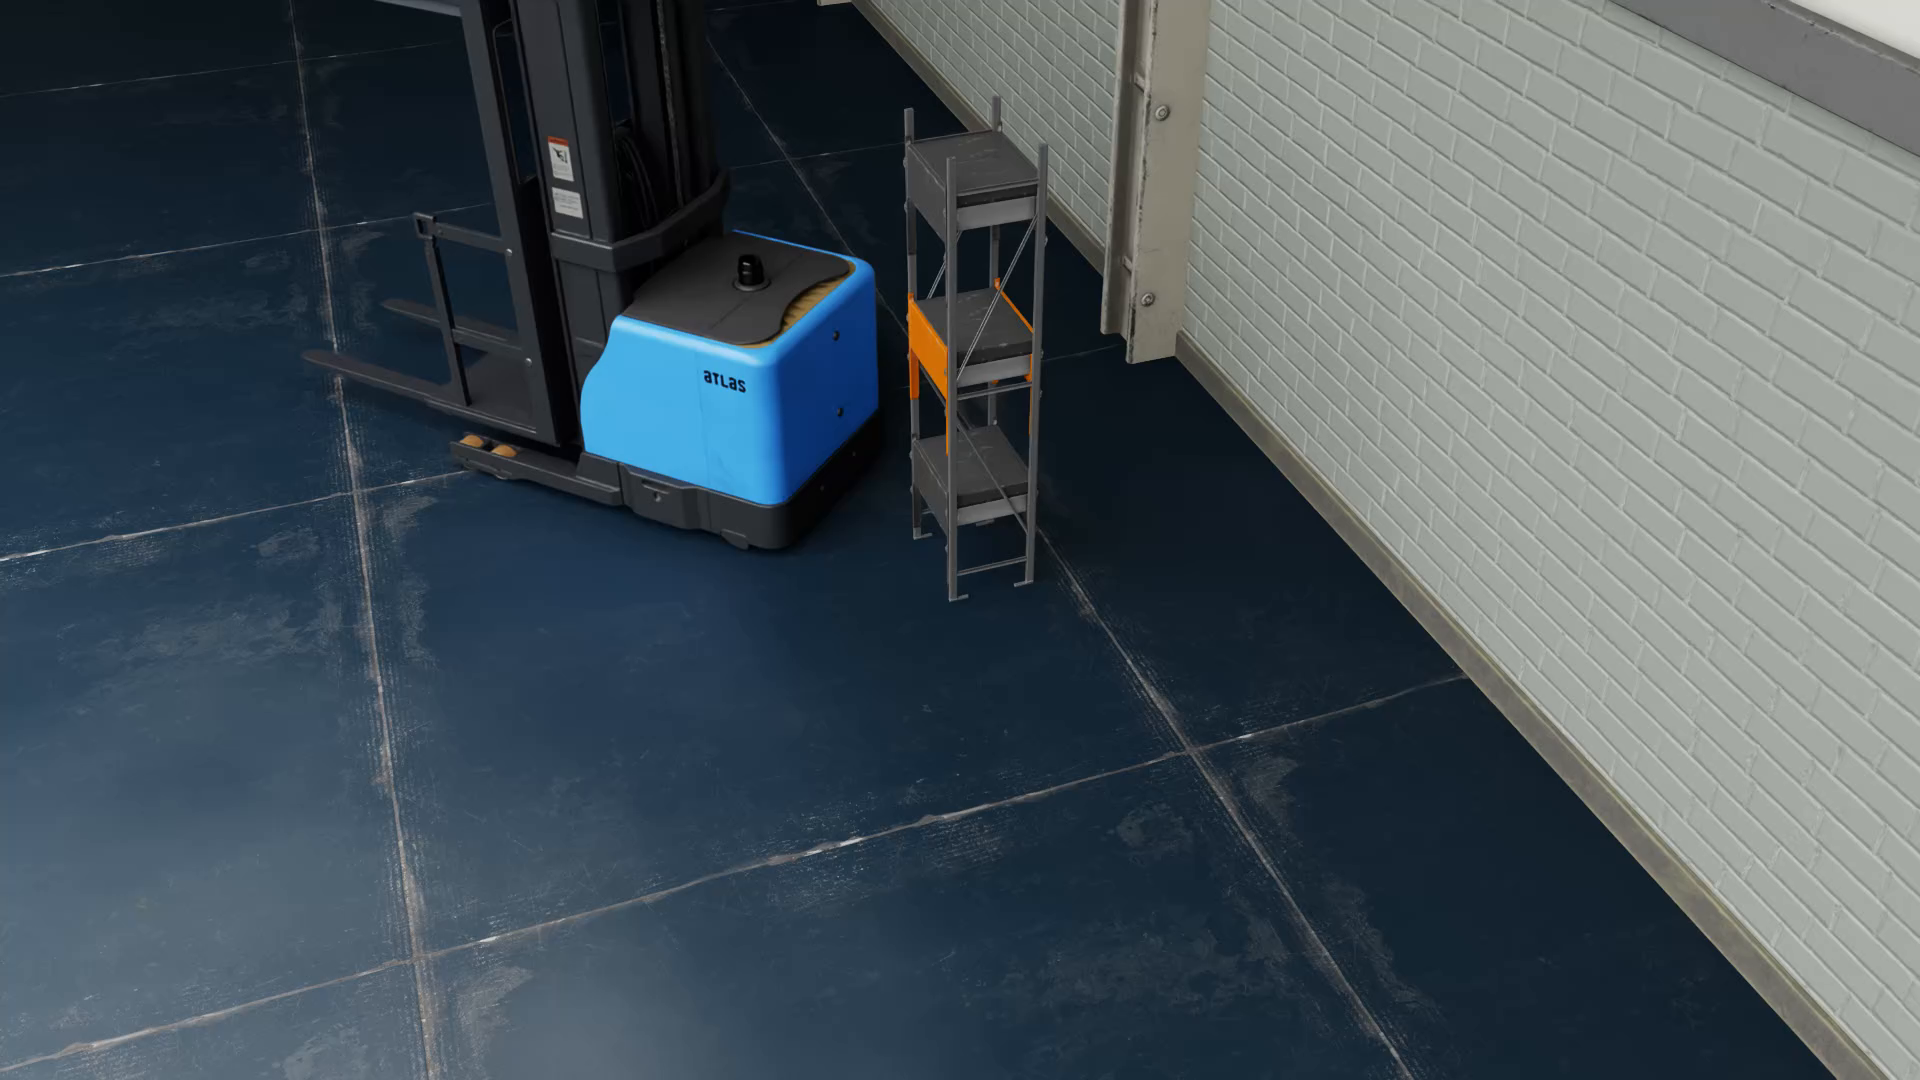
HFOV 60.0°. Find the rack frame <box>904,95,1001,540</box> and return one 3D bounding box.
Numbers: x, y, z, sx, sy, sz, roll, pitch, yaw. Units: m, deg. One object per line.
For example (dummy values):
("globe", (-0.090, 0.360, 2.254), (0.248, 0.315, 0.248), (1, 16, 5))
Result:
("rack frame", (-0.027, -0.883, 7.177), (0.400, 2.100, 0.015), (-12, 39, -16))

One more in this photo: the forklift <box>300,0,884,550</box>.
("forklift", (-1.933, -1.733, 7.615), (3.031, 2.935, 1.130), (17, 40, 21))

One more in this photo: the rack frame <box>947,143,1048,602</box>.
("rack frame", (0.141, -0.607, 6.811), (0.400, 2.100, 0.015), (-12, 39, -16))

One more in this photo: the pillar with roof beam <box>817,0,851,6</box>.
("pillar with roof beam", (-5.112, -7.189, 9.815), (9.100, 9.000, 0.400), (-12, 39, -16))

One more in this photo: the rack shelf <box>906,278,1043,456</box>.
("rack shelf", (0.057, -0.734, 7.002), (0.431, 0.518, 0.480), (-12, 39, -16))

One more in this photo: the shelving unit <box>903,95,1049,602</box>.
("shelving unit", (0.057, -0.745, 6.994), (0.431, 2.100, 0.503), (-12, 39, -16))

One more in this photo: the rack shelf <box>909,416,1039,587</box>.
("rack shelf", (0.057, -0.175, 7.423), (0.431, 0.518, 0.480), (-12, 39, -16))

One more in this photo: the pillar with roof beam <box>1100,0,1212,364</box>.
("pillar with roof beam", (-3.047, -3.800, 5.315), (9.100, 9.000, 0.400), (-12, 39, -16))

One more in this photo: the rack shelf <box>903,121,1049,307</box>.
("rack shelf", (0.057, -1.293, 6.581), (0.431, 0.518, 0.480), (-12, 39, -16))
